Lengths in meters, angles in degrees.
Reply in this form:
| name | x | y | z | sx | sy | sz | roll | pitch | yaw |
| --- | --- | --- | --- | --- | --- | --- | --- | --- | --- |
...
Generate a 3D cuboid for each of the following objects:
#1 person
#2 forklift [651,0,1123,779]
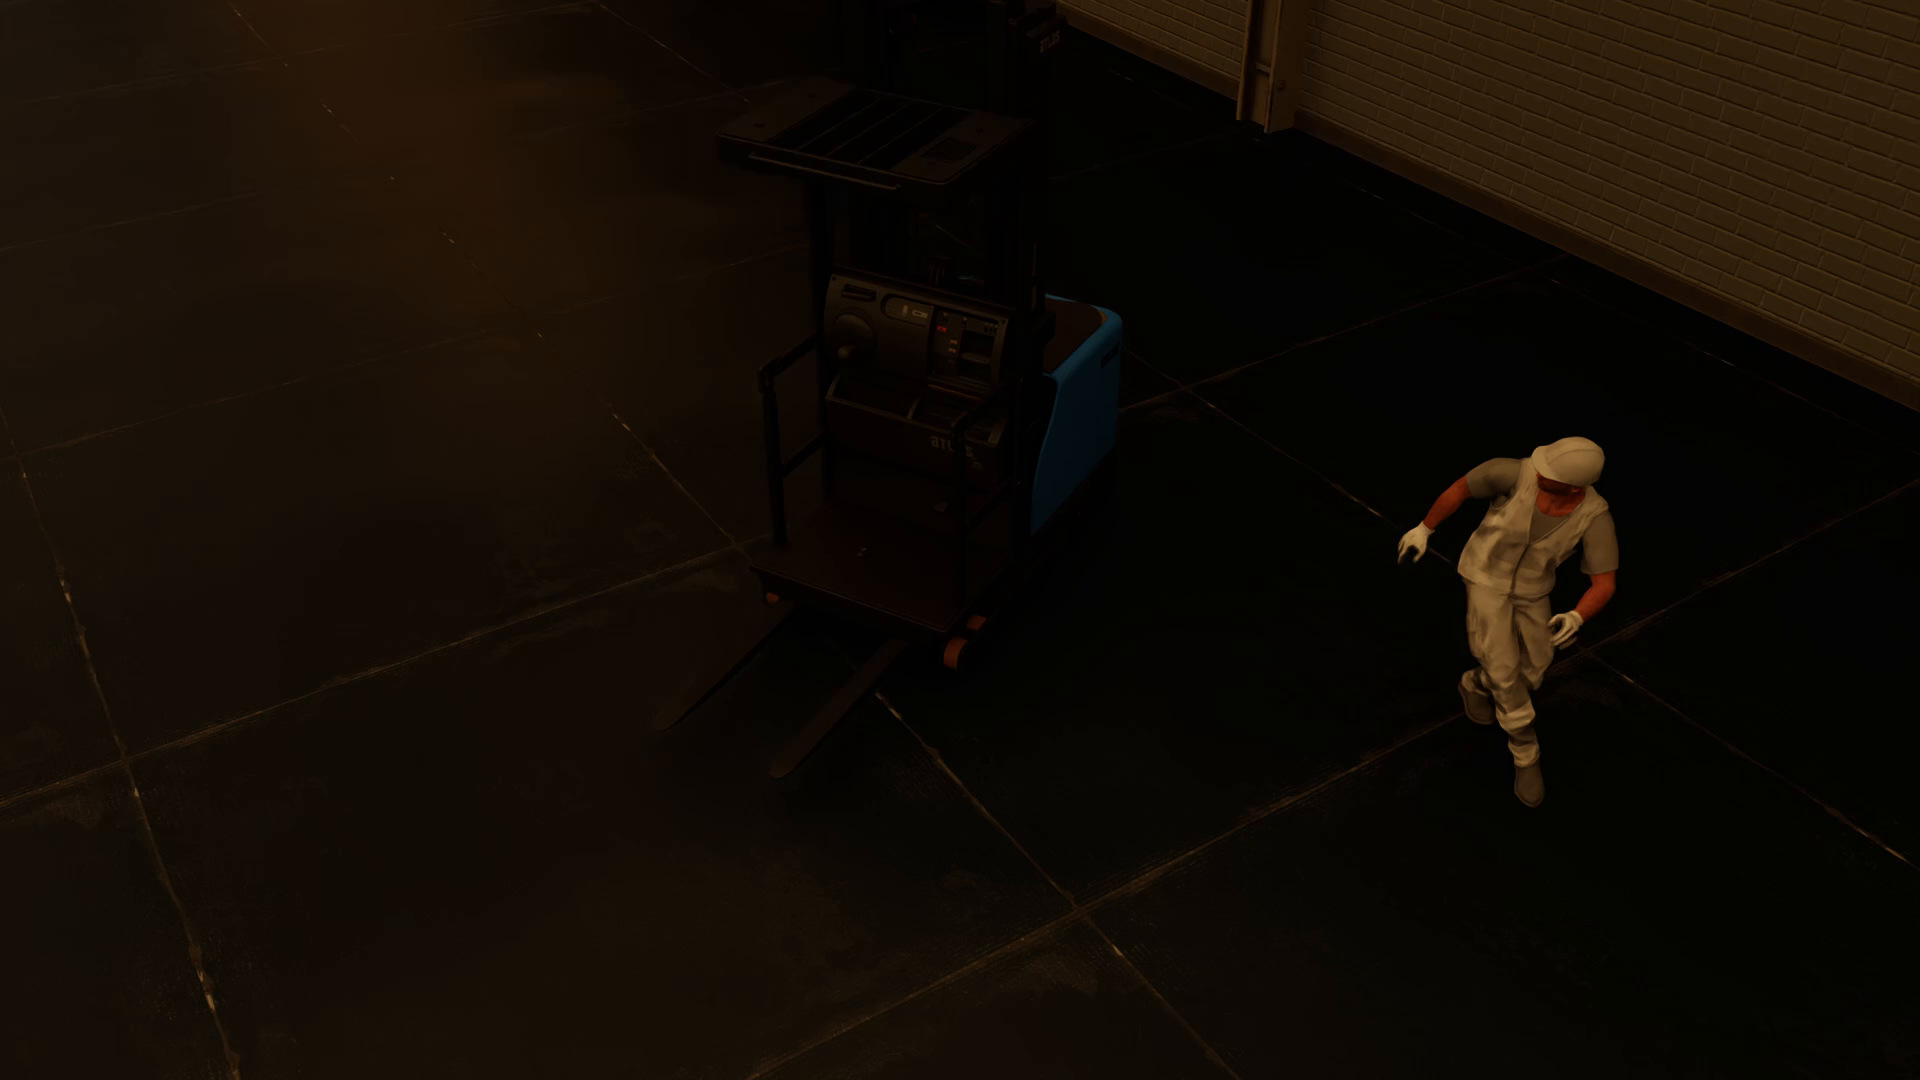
| name | x | y | z | sx | sy | sz | roll | pitch | yaw |
| --- | --- | --- | --- | --- | --- | --- | --- | --- | --- |
| person | 2.261 | 0.264 | 6.912 | 0.803 | 1.636 | 0.816 | 3 | 35 | 4 |
| forklift | -0.308 | -0.880 | 7.400 | 1.130 | 2.935 | 3.031 | 18 | 39 | 23 |
